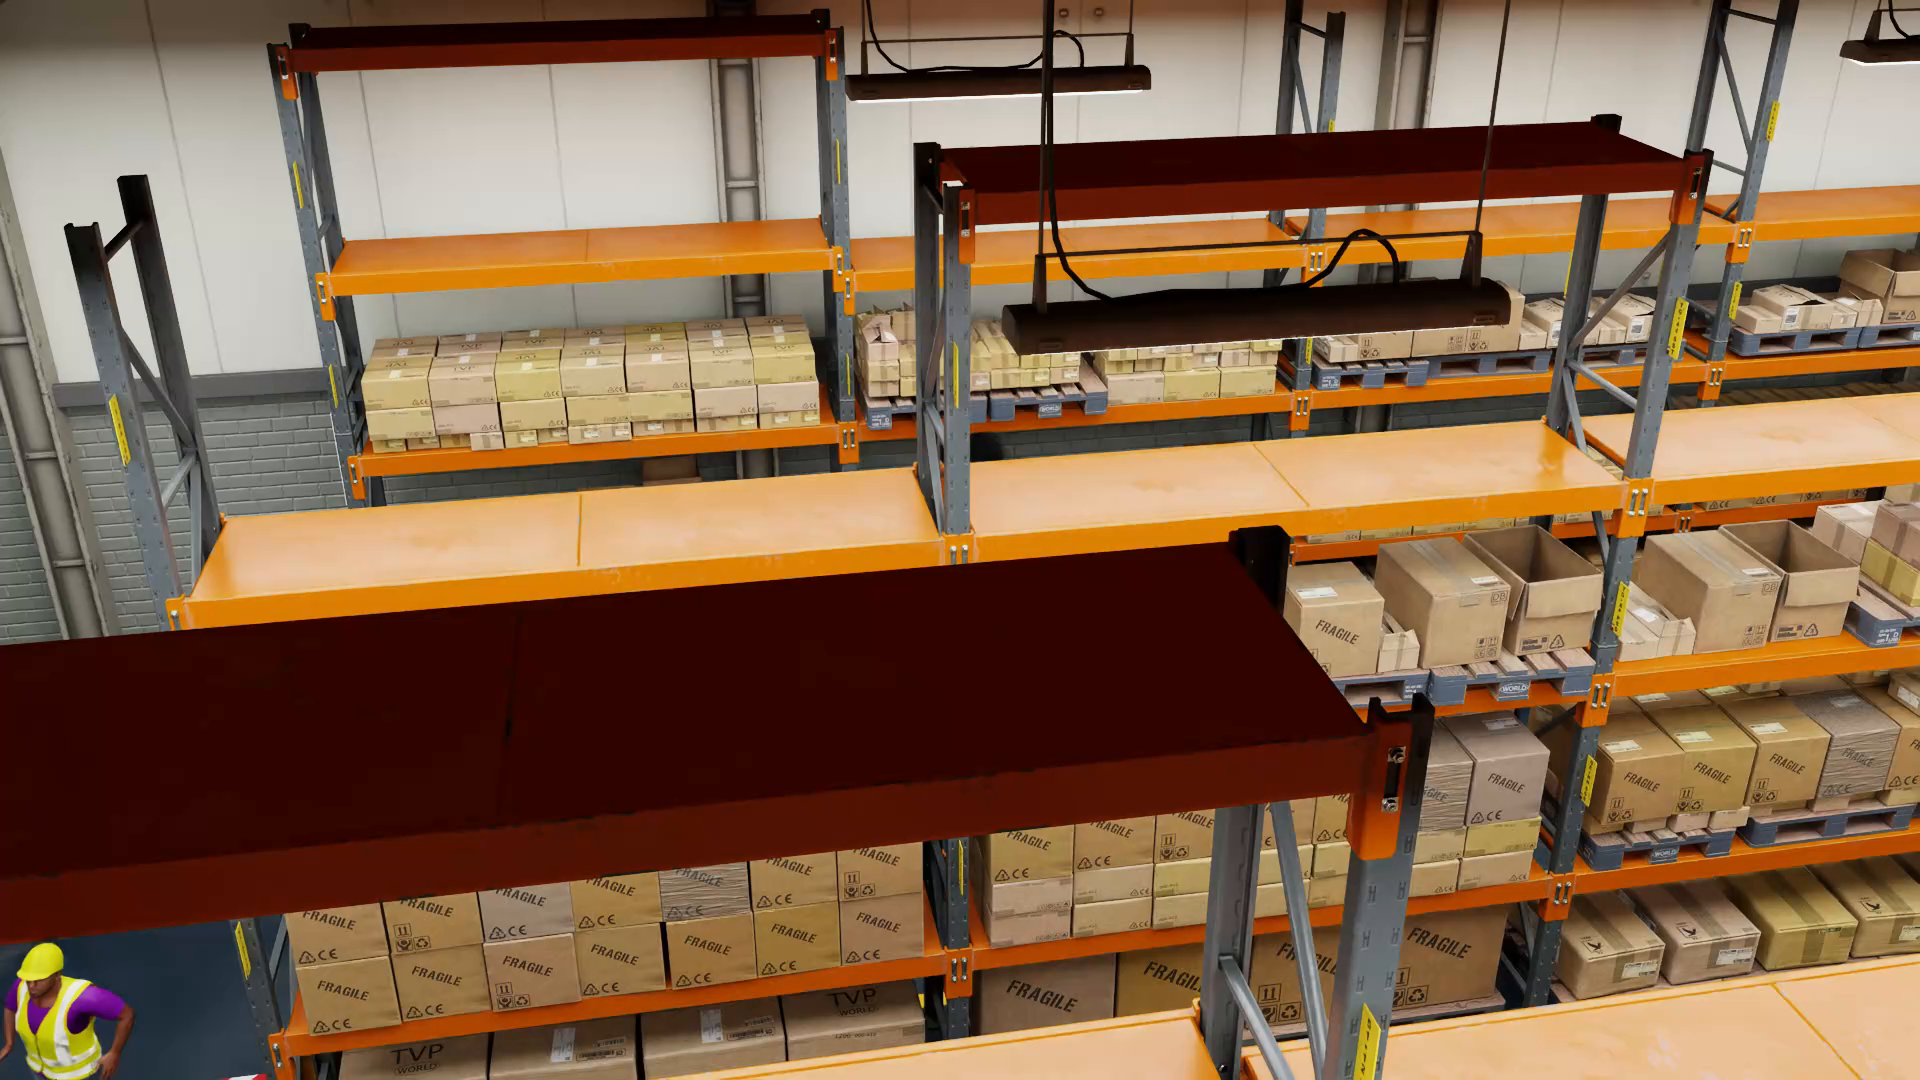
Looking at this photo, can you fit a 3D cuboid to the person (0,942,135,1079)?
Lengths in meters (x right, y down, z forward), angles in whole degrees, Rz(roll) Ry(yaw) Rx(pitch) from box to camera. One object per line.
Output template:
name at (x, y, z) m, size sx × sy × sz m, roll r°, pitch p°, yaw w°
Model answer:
person at (-5.313, 3.120, 9.878) m, size 0.764 × 1.770 × 0.671 m, roll 10°, pitch 28°, yaw 20°
